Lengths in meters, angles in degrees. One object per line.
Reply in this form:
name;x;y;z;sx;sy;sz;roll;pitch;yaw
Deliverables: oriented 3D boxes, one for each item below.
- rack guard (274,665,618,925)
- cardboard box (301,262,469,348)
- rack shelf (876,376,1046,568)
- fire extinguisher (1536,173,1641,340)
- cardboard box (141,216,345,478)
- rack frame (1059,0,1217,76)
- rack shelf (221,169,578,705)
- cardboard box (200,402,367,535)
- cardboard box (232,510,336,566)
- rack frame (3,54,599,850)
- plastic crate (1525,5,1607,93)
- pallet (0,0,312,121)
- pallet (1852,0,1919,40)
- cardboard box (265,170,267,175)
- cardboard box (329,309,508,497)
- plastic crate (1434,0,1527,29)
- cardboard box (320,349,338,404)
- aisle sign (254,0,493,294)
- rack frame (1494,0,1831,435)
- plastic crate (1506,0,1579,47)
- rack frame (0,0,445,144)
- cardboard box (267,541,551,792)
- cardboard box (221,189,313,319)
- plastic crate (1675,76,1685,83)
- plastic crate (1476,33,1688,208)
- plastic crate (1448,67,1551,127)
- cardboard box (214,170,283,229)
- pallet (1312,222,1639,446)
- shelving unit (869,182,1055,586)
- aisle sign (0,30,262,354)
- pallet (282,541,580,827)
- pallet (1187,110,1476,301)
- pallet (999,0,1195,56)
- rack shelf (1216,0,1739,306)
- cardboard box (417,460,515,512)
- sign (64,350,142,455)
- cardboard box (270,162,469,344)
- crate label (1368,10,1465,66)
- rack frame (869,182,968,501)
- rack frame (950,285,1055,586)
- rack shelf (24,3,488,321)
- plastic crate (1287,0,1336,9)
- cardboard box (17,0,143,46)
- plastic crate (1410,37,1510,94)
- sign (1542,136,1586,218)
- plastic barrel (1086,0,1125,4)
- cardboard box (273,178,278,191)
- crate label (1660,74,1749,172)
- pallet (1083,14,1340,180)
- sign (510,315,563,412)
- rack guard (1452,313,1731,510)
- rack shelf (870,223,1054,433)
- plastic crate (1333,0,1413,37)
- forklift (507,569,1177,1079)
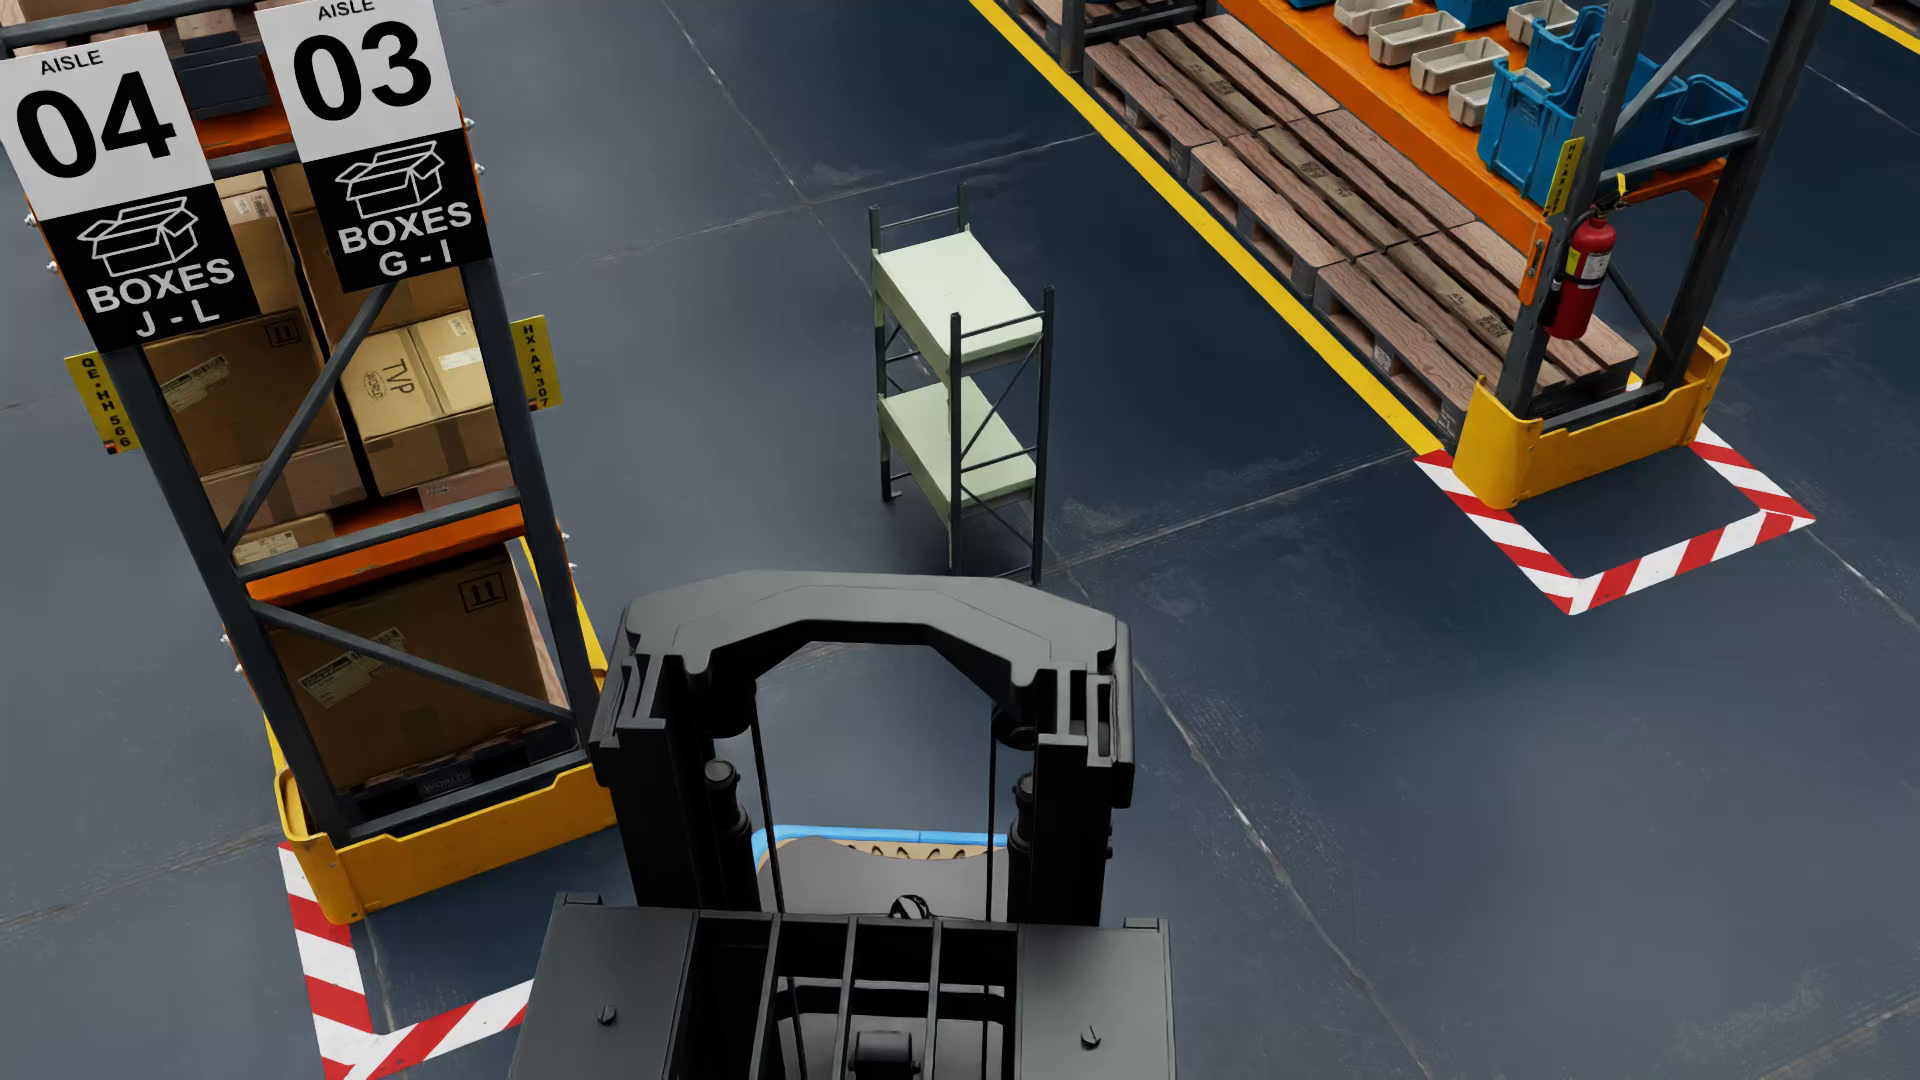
rack guard;-1.724;0.892;5.859;1.175;0.500;0.348;-18;47;-17
cardboard box;-1.916;-0.781;5.670;0.500;0.250;0.500;-19;48;-18
rack shelf;-0.003;-0.306;6.825;0.431;0.370;0.720;-18;47;-17
fire extinguisher;2.411;-1.086;6.404;0.296;0.674;0.183;-18;47;-17
cardboard box;-2.178;-0.566;4.918;0.500;0.500;0.500;-17;47;-17
rack frame;1.078;-4.025;9.063;1.000;3.000;0.127;-18;47;-17
rack shelf;-2.575;-1.032;6.541;1.077;0.370;4.000;-18;47;-17
cardboard box;-2.179;-0.296;5.179;0.500;0.250;0.500;-19;48;-18
cardboard box;-2.183;-0.054;5.216;0.380;0.149;0.250;-17;47;-17
rack frame;-1.734;-0.013;4.997;1.000;3.000;0.127;-18;47;-17
plastic crate;2.678;-2.112;7.200;0.416;0.233;0.300;-18;47;-17
pallet;-2.056;-1.519;4.450;1.003;0.211;1.213;-18;47;-17
pallet;6.378;-3.276;10.289;1.003;0.211;1.213;-18;47;-17
cardboard box;-3.029;-1.591;6.491;0.500;0.250;0.500;-17;47;-16
cardboard box;-1.691;-0.452;5.336;0.500;0.250;0.500;-19;48;-18
plastic crate;2.401;-2.532;7.625;0.416;0.233;0.300;-18;47;-17
cardboard box;-2.392;-0.620;5.506;0.500;0.250;0.500;-19;48;-18
aisle sign;-1.432;-0.982;4.127;0.394;0.787;0.004;-18;47;-17
rack frame;2.759;-1.476;6.479;1.000;3.000;0.127;-18;47;-17
plastic crate;2.609;-2.319;7.479;0.250;0.136;0.298;-18;47;-17
rack frame;-1.734;-2.149;2.890;1.000;3.000;0.127;-18;47;-17
cardboard box;-2.076;0.209;5.985;0.875;0.875;0.875;-18;47;-17
cardboard box;-2.606;-0.944;5.835;0.500;0.250;0.500;-20;48;-19
plastic crate;2.895;-1.887;7.041;0.250;0.136;0.298;-18;47;-17
plastic crate;2.449;-1.668;6.606;0.616;0.435;0.499;-18;47;-17
plastic crate;2.252;-1.870;7.023;0.396;0.136;0.243;-18;47;-17
cardboard box;-2.829;-1.275;6.170;0.500;0.250;0.500;-18;47;-17
pallet;2.448;-1.021;8.003;1.003;0.211;1.213;-18;47;-17
shelving unit;-0.003;-0.538;6.596;0.431;1.500;0.755;-18;47;-17
aisle sign;-1.976;-0.804;3.947;0.394;0.787;0.004;-18;47;-17
pallet;-2.142;0.493;6.469;1.003;0.211;1.213;-18;47;-17
pallet;1.939;-1.797;8.790;1.003;0.211;1.213;-18;47;-17
pallet;0.791;-3.537;10.553;1.003;0.211;1.213;-18;47;-17
rack shelf;1.919;-2.495;8.024;1.077;0.370;4.000;-18;47;-17
cardboard box;-1.584;-0.248;5.413;0.380;0.149;0.250;-18;47;-17
sign;-2.233;-0.359;4.354;0.100;0.325;0.005;-18;47;-17
cardboard box;-1.901;-1.037;5.395;0.500;0.500;0.500;-19;48;-18
crate label;2.004;-2.229;7.387;0.396;0.136;0.243;-18;47;-17
rack frame;-0.157;-0.771;6.833;0.400;1.500;0.023;-18;47;-17
rack frame;0.151;-0.305;6.360;0.400;1.500;0.023;-18;47;-17
rack shelf;-2.575;-2.100;5.488;1.077;0.370;4.000;-18;47;-17
plastic crate;1.663;-2.671;7.767;0.416;0.233;0.300;-18;47;-17
cardboard box;-2.002;-1.617;4.045;0.700;0.500;0.500;-21;48;-20
plastic crate;2.144;-2.059;7.215;0.396;0.136;0.243;-18;47;-17
sign;2.267;-1.361;6.247;0.100;0.325;0.005;-18;47;-17
plastic barrel;0.864;-3.779;10.009;0.600;0.901;0.708;-18;47;-17
cardboard box;-2.125;-1.366;5.728;0.500;0.500;0.500;-19;48;-18
crate label;2.954;-1.692;6.775;0.416;0.233;0.303;-18;47;-17
pallet;1.422;-2.575;9.579;1.003;0.211;1.213;-18;47;-17
sign;-1.228;-0.510;4.827;0.100;0.325;0.005;-18;47;-17
rack guard;2.781;-0.575;7.346;1.175;0.500;0.348;-18;47;-17
rack shelf;-0.003;-0.816;6.322;0.431;0.370;0.720;-18;47;-17
plastic crate;1.863;-2.412;7.573;0.298;0.136;0.250;-18;47;-17
forklift;-0.190;1.587;3.423;1.130;2.935;3.031;2;45;2
